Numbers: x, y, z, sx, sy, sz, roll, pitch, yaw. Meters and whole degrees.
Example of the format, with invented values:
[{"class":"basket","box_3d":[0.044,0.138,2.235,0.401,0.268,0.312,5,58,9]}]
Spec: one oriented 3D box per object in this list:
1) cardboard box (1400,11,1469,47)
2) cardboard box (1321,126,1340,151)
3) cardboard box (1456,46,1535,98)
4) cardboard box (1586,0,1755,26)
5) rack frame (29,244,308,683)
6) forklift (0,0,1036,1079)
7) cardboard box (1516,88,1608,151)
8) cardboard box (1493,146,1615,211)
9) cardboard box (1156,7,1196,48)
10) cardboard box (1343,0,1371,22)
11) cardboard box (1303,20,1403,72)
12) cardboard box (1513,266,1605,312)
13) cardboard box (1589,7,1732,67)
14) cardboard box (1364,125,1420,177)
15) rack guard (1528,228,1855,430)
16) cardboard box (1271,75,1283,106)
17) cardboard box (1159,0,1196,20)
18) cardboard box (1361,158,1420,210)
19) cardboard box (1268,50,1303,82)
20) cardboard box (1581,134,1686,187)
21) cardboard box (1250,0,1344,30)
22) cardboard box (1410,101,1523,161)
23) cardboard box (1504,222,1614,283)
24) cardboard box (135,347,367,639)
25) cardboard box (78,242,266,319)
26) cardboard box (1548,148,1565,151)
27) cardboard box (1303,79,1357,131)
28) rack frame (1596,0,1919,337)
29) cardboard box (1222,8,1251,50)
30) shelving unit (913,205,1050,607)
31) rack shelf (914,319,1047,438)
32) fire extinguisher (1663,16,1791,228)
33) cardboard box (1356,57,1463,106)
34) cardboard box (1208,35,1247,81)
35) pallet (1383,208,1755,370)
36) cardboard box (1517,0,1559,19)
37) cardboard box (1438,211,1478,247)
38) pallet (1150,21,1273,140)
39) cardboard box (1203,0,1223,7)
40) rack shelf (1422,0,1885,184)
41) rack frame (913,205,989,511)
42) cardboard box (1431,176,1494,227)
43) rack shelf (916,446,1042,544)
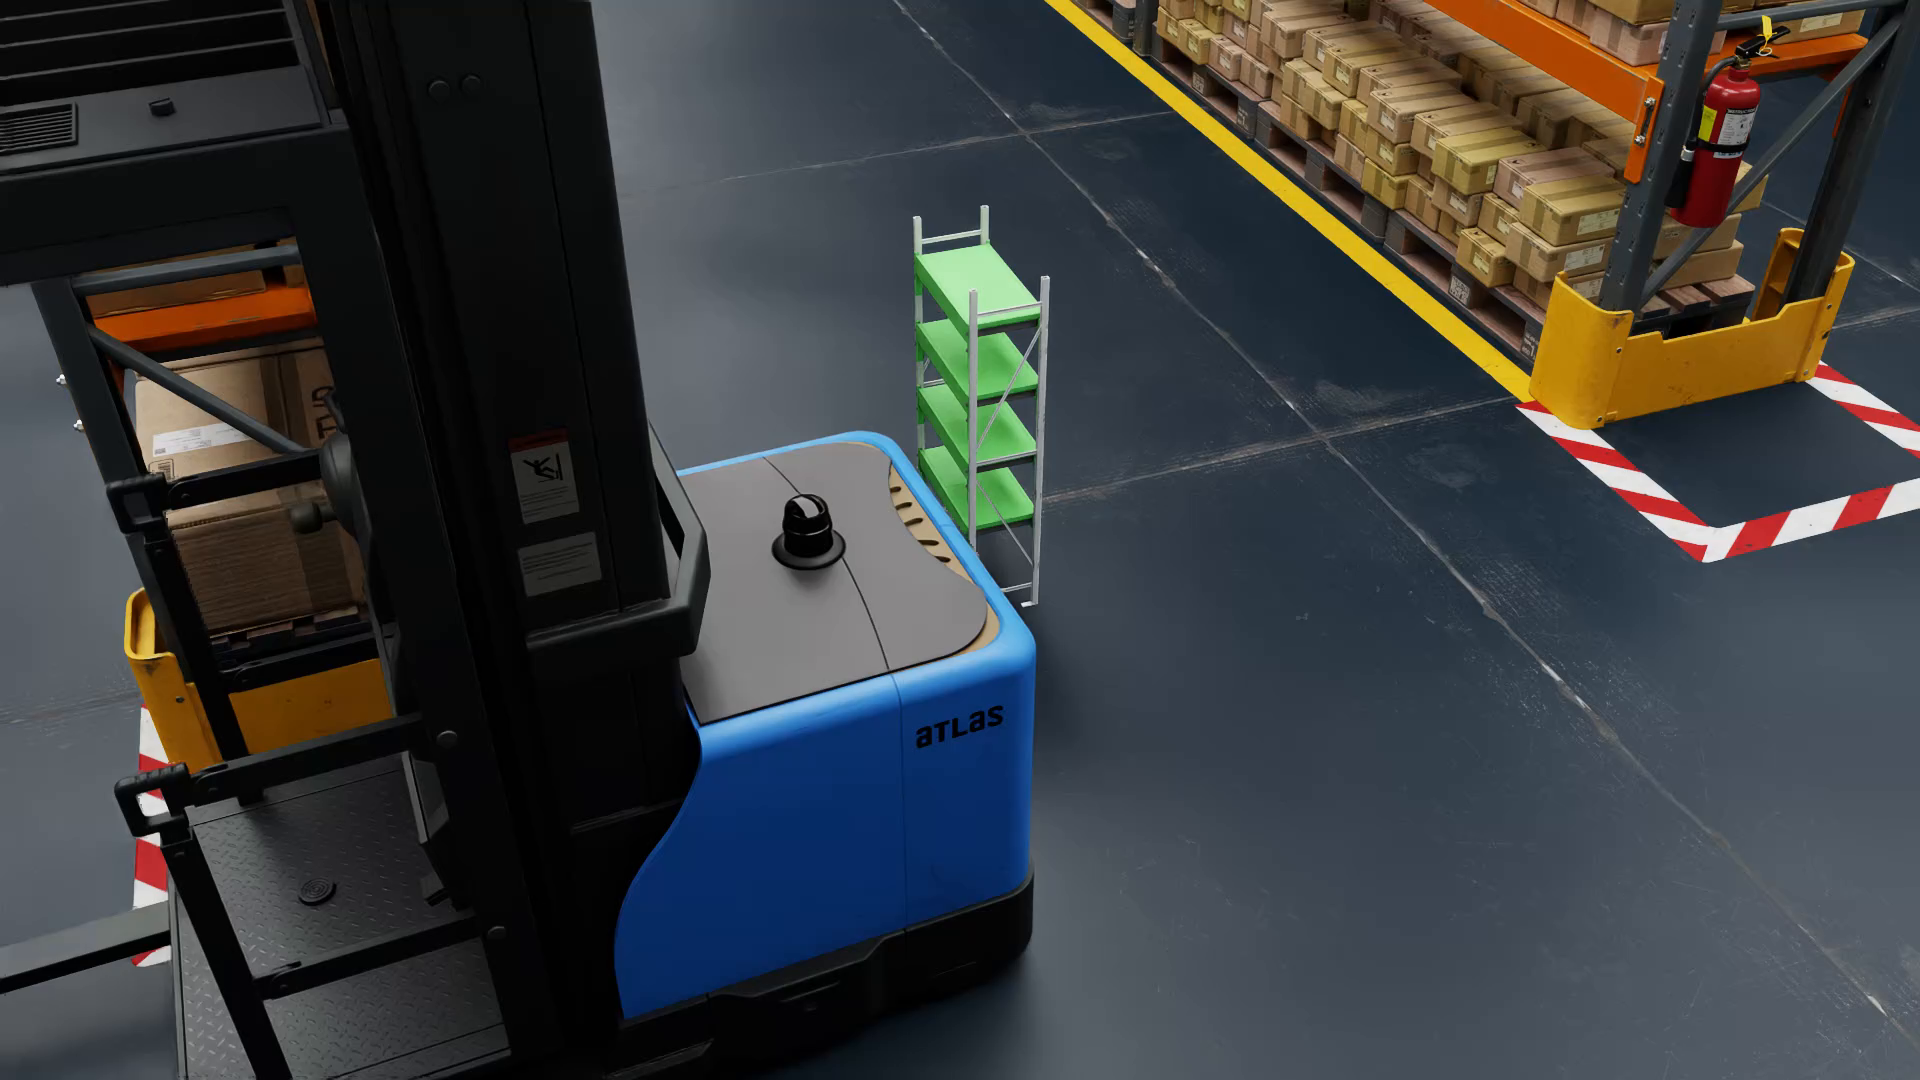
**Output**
[{"class":"cardboard box","box_3d":[2.352,-2.437,8.018,0.380,0.149,0.250,-14,39,-18]},{"class":"cardboard box","box_3d":[1.938,-1.939,7.851,0.380,0.149,0.250,-11,38,-15]},{"class":"cardboard box","box_3d":[2.511,-2.152,7.639,0.380,0.149,0.250,-12,39,-15]},{"class":"cardboard box","box_3d":[2.448,-2.139,5.766,0.500,0.500,0.500,-12,39,-15]},{"class":"rack frame","box_3d":[-1.769,-0.697,4.183,1.000,3.000,0.127,-12,39,-16]},{"class":"forklift","box_3d":[-1.381,-0.006,3.322,3.031,2.935,1.130,-14,39,-18]},{"class":"cardboard box","box_3d":[2.645,-1.835,7.219,0.380,0.149,0.250,-14,39,-18]},{"class":"cardboard box","box_3d":[2.391,-1.446,6.703,0.380,0.149,0.250,-12,39,-15]},{"class":"cardboard box","box_3d":[1.291,-2.796,8.989,0.380,0.149,0.250,-14,39,-18]},{"class":"cardboard box","box_3d":[2.068,-2.720,8.394,0.380,0.149,0.250,-11,38,-14]},{"class":"cardboard box","box_3d":[1.857,-2.327,7.873,0.380,0.149,0.250,-14,39,-18]},{"class":"cardboard box","box_3d":[2.467,-1.062,6.688,0.380,0.149,0.250,-12,39,-15]},{"class":"cardboard box","box_3d":[2.466,-1.805,5.861,0.380,0.149,0.250,-12,39,-16]},{"class":"cardboard box","box_3d":[2.023,-1.749,7.352,0.380,0.149,0.250,-12,39,-15]},{"class":"rack guard","box_3d":[2.818,-0.824,6.428,1.175,0.500,0.348,-12,39,-16]},{"class":"cardboard box","box_3d":[1.777,-2.238,8.248,0.380,0.149,0.250,-14,39,-18]},{"class":"cardboard box","box_3d":[1.292,-2.916,8.901,0.380,0.149,0.250,-11,38,-14]},{"class":"cardboard box","box_3d":[2.029,-1.622,7.430,0.380,0.149,0.250,-14,39,-18]},{"class":"cardboard box","box_3d":[1.743,-2.348,8.147,0.380,0.149,0.250,-11,38,-14]},{"class":"cardboard box","box_3d":[2.775,-1.543,6.831,0.380,0.149,0.250,-12,39,-15]},{"class":"cardboard box","box_3d":[1.675,-2.625,8.268,0.380,0.149,0.250,-13,39,-17]},{"class":"cardboard box","box_3d":[2.153,-1.726,7.074,0.380,0.149,0.250,-14,39,-18]},{"class":"cardboard box","box_3d":[2.394,-1.166,6.578,0.380,0.149,0.250,-13,39,-17]},{"class":"cardboard box","box_3d":[-2.090,-0.194,5.295,0.875,0.438,0.875,-14,39,-17]},{"class":"cardboard box","box_3d":[-2.184,-0.955,4.441,0.500,0.500,0.500,-12,39,-16]},{"class":"cardboard box","box_3d":[2.710,-1.730,7.327,0.380,0.149,0.250,-11,38,-15]},{"class":"cardboard box","box_3d":[1.832,-2.048,7.749,0.380,0.149,0.250,-12,39,-15]},{"class":"rack frame","box_3d":[2.844,-1.779,5.619,1.000,3.000,0.127,-12,39,-16]},{"class":"cardboard box","box_3d":[1.581,-2.661,8.563,0.380,0.149,0.250,-13,39,-16]},{"class":"shelving unit","box_3d":[0.057,-0.386,5.265,0.258,1.200,0.503,-12,39,-16]},{"class":"rack shelf","box_3d":[0.057,-0.526,5.159,0.258,0.148,0.480,-12,39,-16]},{"class":"fire extinguisher","box_3d":[2.497,-1.361,5.439,0.296,0.674,0.183,-12,39,-16]},{"class":"cardboard box","box_3d":[2.022,-2.038,7.488,0.380,0.149,0.250,-14,39,-17]},{"class":"cardboard box","box_3d":[1.517,-2.516,8.617,0.380,0.149,0.250,-13,39,-16]},{"class":"pallet","box_3d":[2.571,-1.175,7.134,1.003,0.211,1.213,-12,39,-16]},{"class":"cardboard box","box_3d":[2.315,-2.091,6.242,0.380,0.149,0.250,-13,39,-16]},{"class":"cardboard box","box_3d":[2.273,-1.354,7.075,0.380,0.149,0.250,-13,39,-16]},{"class":"pallet","box_3d":[1.732,-2.553,8.964,1.003,0.211,1.213,-12,39,-16]},{"class":"cardboard box","box_3d":[1.430,-2.900,8.633,0.380,0.149,0.250,-11,38,-14]},{"class":"rack shelf","box_3d":[2.156,-2.622,7.335,1.077,0.370,4.000,-12,39,-16]},{"class":"rack frame","box_3d":[-0.027,-0.524,5.448,0.240,1.200,0.015,-12,39,-16]},{"class":"cardboard box","box_3d":[2.214,-1.459,6.967,0.380,0.149,0.250,-14,39,-18]},{"class":"rack shelf","box_3d":[0.057,-0.143,5.448,0.258,0.148,0.480,-12,39,-16]}]
